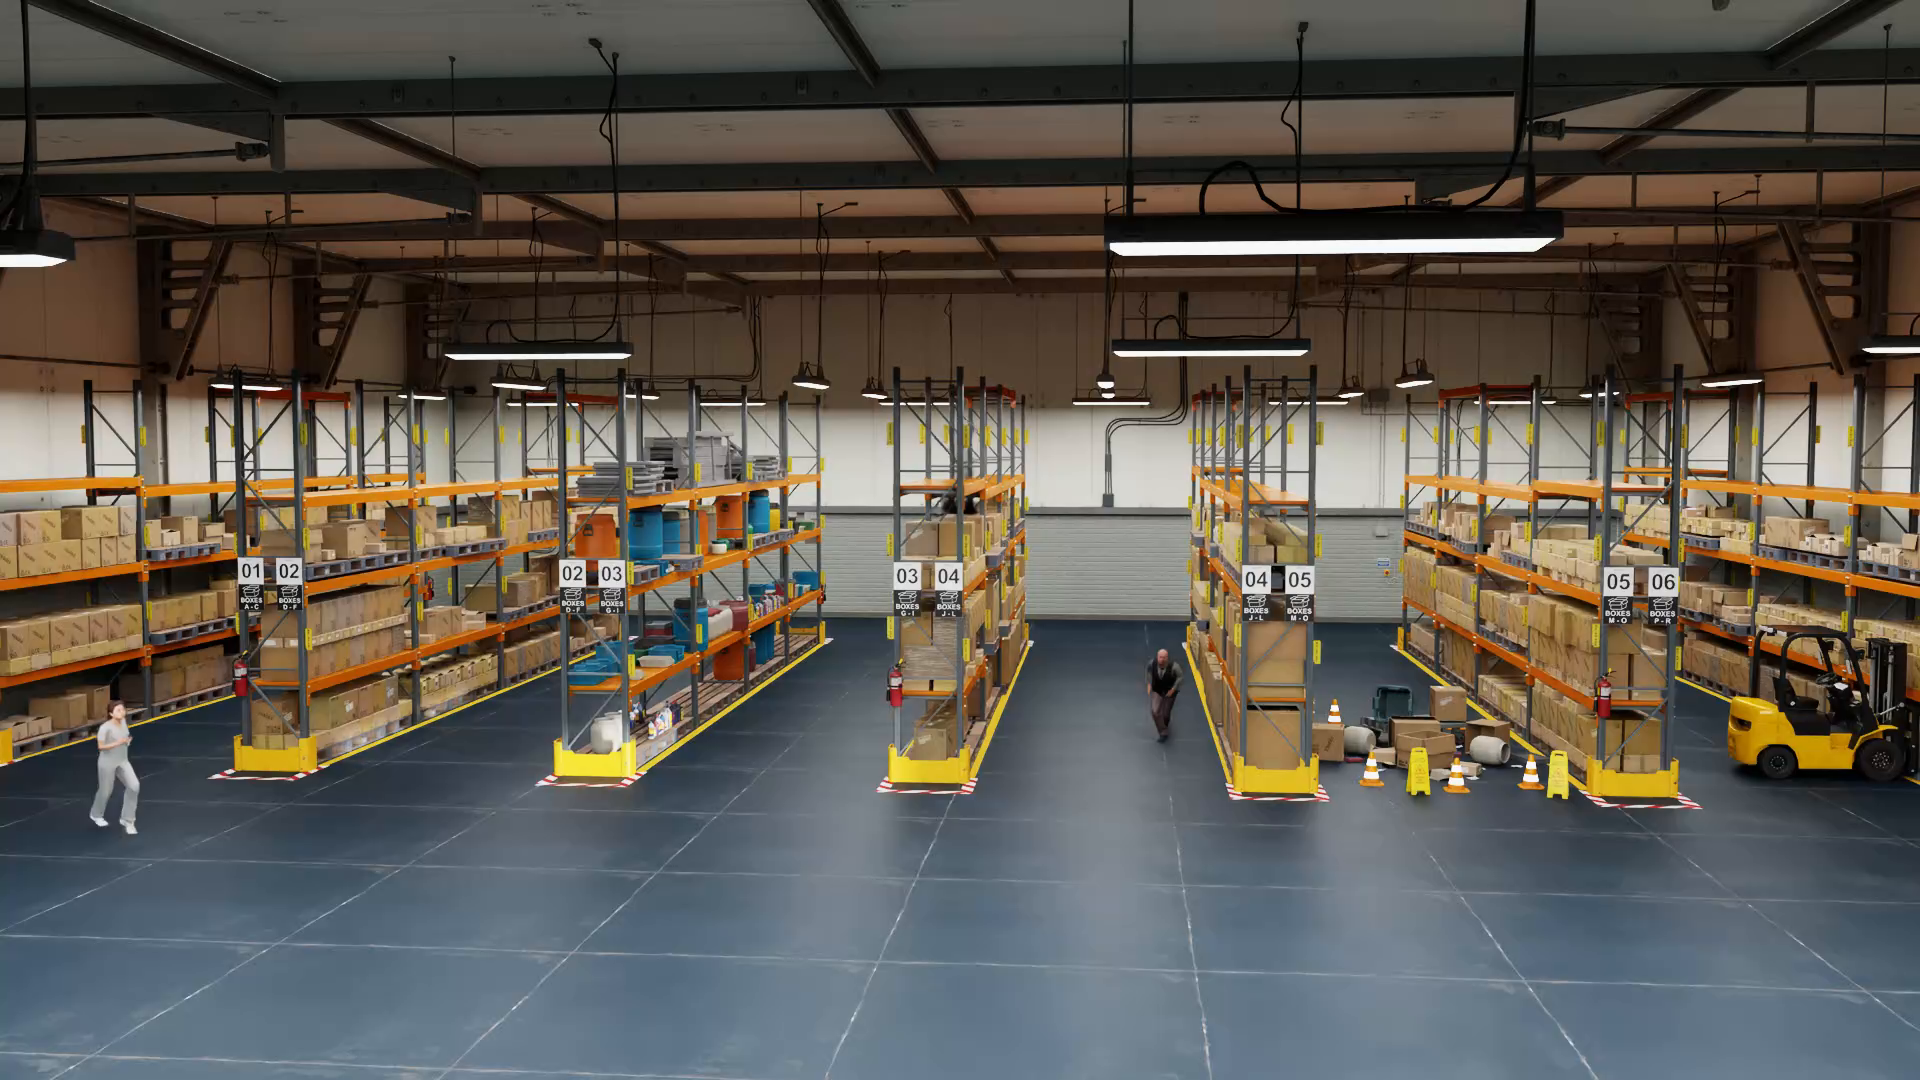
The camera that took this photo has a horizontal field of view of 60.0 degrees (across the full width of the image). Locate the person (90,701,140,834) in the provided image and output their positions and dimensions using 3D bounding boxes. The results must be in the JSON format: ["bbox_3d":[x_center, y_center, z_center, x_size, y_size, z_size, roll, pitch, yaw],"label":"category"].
[{"bbox_3d":[-10.731,2.878,21.023,0.841,1.720,0.548,2,4,28],"label":"person"}]

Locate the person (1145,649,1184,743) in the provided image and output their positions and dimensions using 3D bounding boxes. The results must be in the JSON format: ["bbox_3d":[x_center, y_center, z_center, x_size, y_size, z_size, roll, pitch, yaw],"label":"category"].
[{"bbox_3d":[3.396,2.539,27.475,0.663,1.572,1.039,1,4,15],"label":"person"}]
